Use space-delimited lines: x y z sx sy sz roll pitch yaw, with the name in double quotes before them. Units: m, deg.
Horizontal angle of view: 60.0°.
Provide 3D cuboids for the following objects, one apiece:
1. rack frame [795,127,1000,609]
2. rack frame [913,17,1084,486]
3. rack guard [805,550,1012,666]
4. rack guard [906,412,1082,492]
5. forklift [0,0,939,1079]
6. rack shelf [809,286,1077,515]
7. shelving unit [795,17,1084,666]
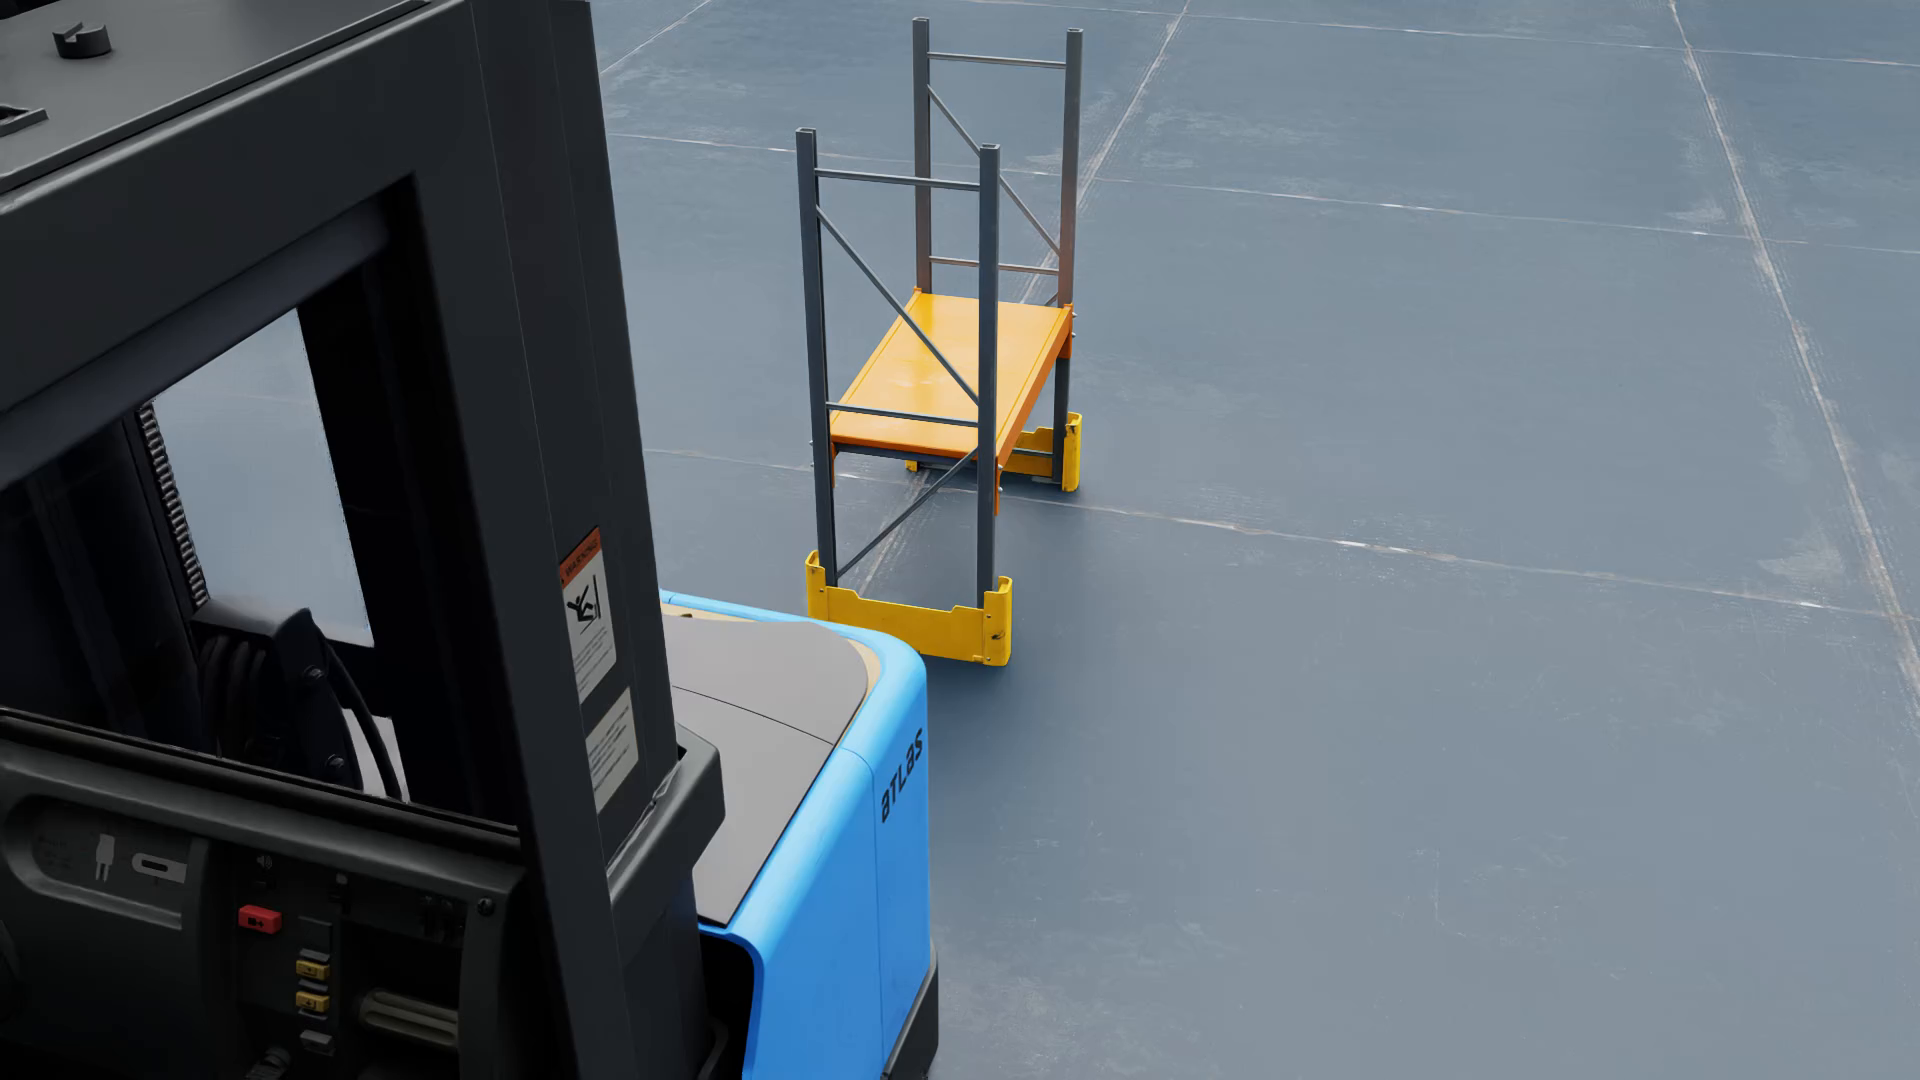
"rack frame" -0.151 -0.325 4.363 0.500 1.500 0.032 8 33 12
"rack frame" 0.107 -0.852 5.193 0.500 1.500 0.032 8 33 12
"rack guard" -0.146 0.192 4.714 0.587 0.250 0.087 8 33 12
"rack guard" 0.107 -0.324 5.527 0.587 0.250 0.087 8 33 12
"forklift" -0.981 0.517 1.704 1.130 2.935 3.031 10 34 15
"rack shelf" -0.022 -0.437 4.874 0.538 0.185 1.000 8 33 12
"shelving unit" -0.019 -0.593 4.785 0.587 1.500 1.083 8 33 12
